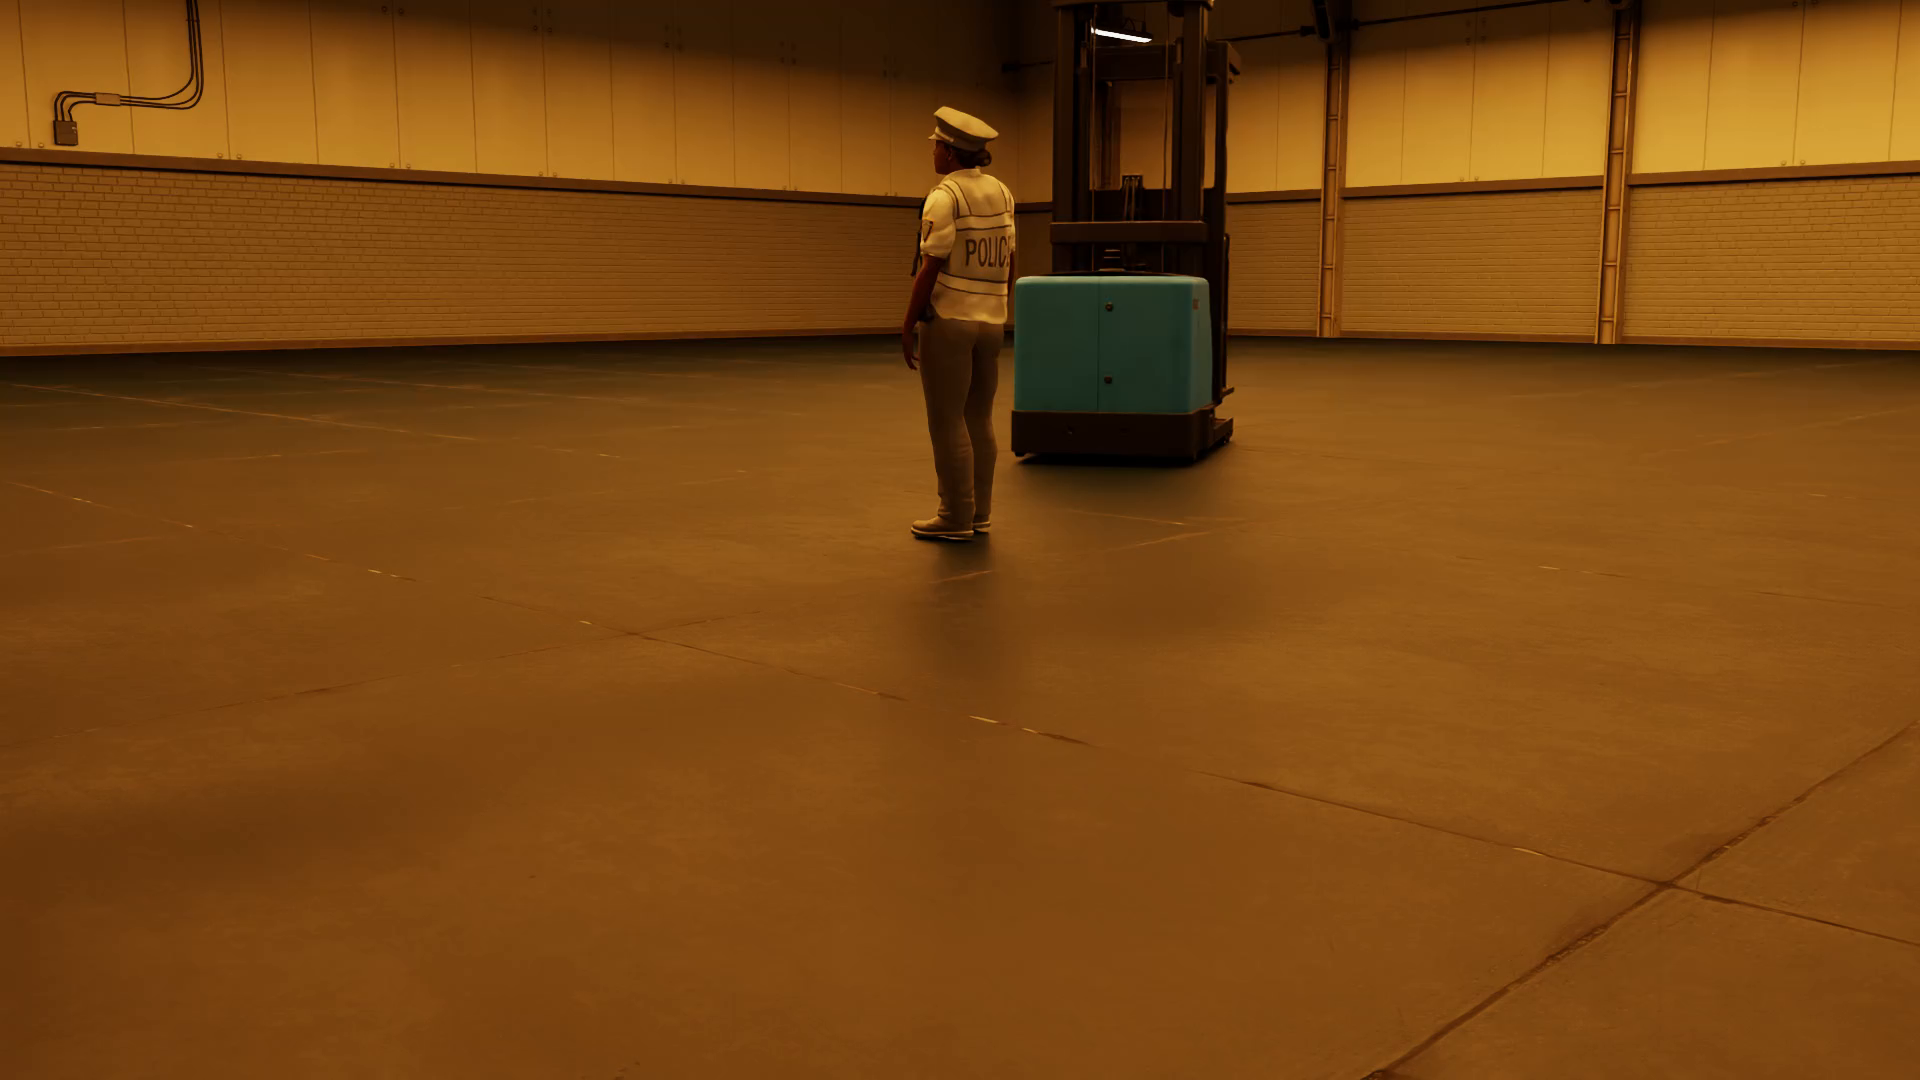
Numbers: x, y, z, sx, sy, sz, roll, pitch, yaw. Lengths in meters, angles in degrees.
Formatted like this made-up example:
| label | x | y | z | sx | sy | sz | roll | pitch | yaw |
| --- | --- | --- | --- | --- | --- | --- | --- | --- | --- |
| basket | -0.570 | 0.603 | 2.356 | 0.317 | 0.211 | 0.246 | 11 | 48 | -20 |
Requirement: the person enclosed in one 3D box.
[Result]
| label | x | y | z | sx | sy | sz | roll | pitch | yaw |
| --- | --- | --- | --- | --- | --- | --- | --- | --- | --- |
| person | -0.040 | -0.855 | 6.656 | 0.528 | 1.695 | 0.569 | 8 | 12 | 43 |

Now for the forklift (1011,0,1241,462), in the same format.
| label | x | y | z | sx | sy | sz | roll | pitch | yaw |
| --- | --- | --- | --- | --- | --- | --- | --- | --- | --- |
| forklift | 1.188 | -2.079 | 10.682 | 1.130 | 2.935 | 3.031 | 2 | 9 | 16 |
